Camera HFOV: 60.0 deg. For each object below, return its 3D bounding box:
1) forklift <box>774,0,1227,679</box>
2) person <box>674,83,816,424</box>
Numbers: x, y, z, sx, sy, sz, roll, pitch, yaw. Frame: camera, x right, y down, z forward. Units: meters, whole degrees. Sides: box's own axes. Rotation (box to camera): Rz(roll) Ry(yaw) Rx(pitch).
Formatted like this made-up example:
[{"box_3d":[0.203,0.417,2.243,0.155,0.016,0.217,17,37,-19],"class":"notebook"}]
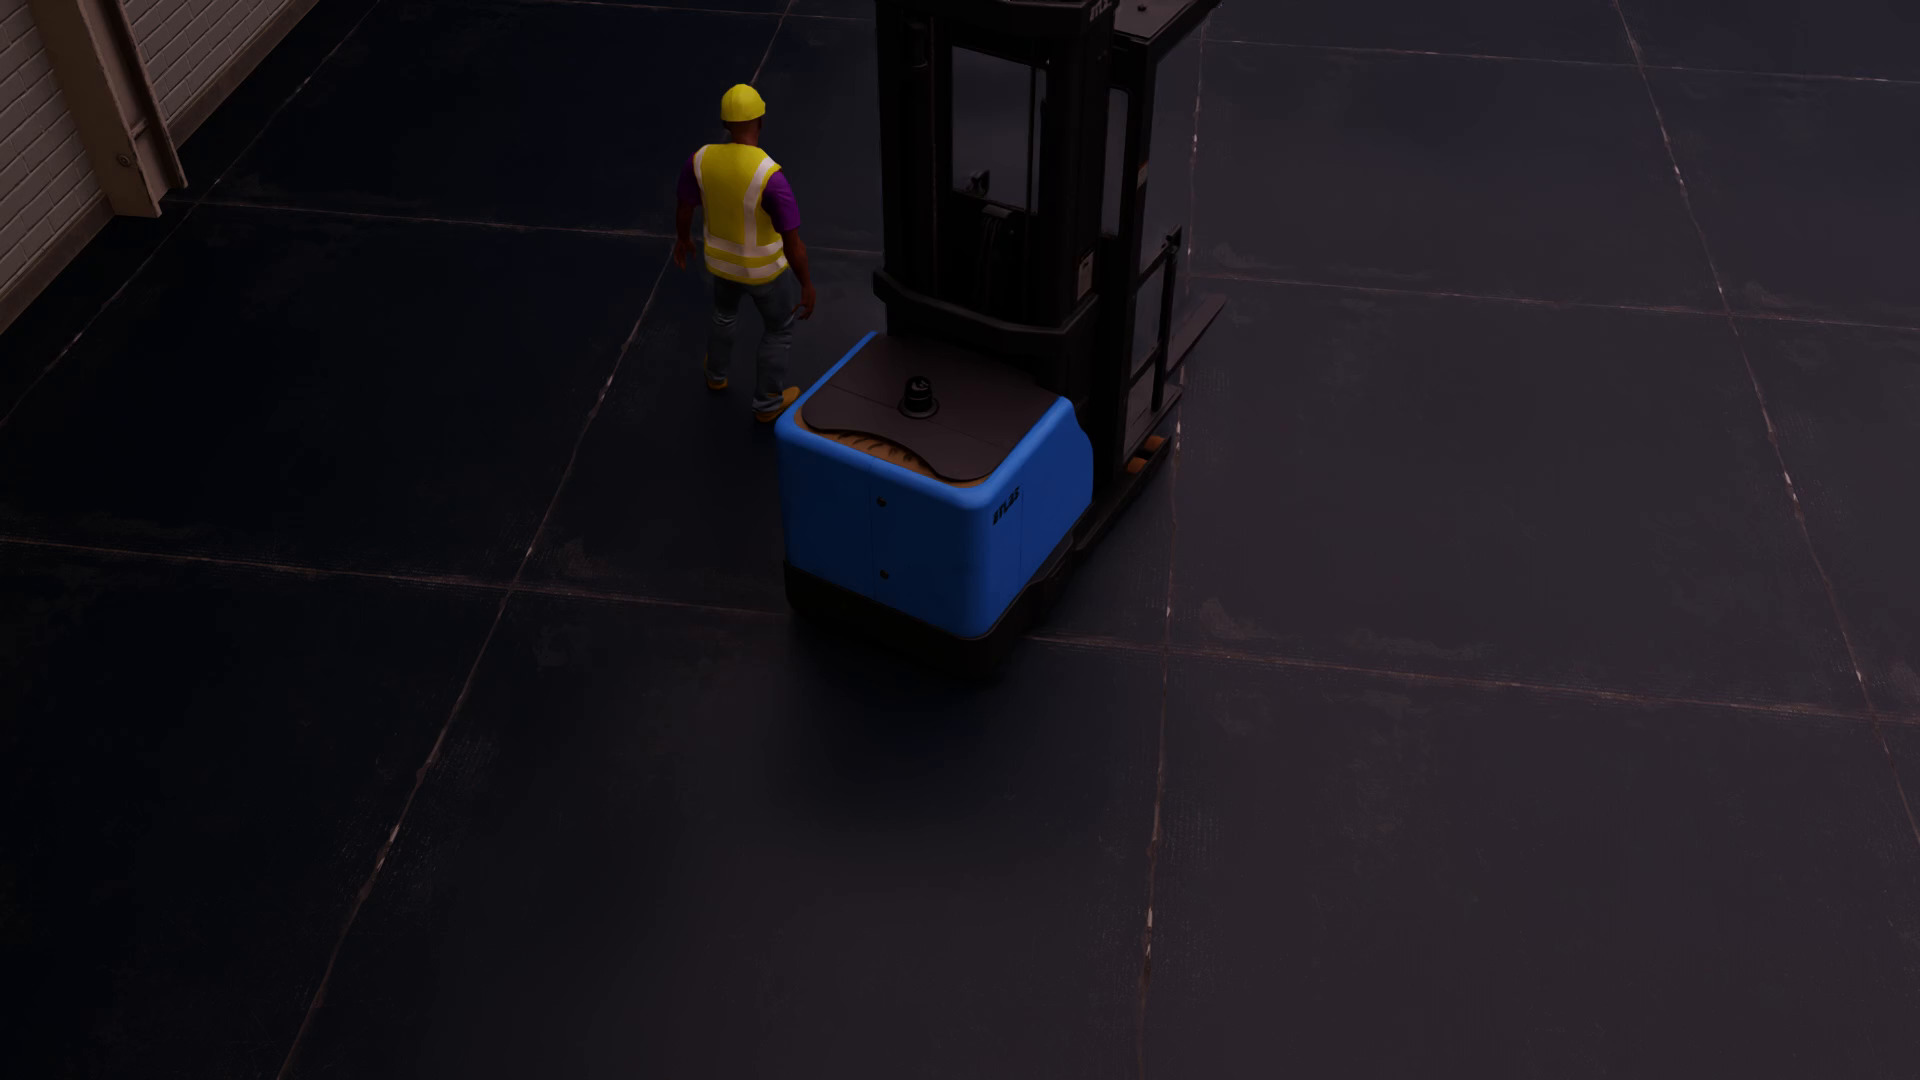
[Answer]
[{"box_3d":[0.393,-1.467,7.321,1.130,2.935,3.031,22,47,22],"class":"forklift"},{"box_3d":[-1.027,-1.396,8.130,0.864,1.733,0.442,20,46,20],"class":"person"}]
